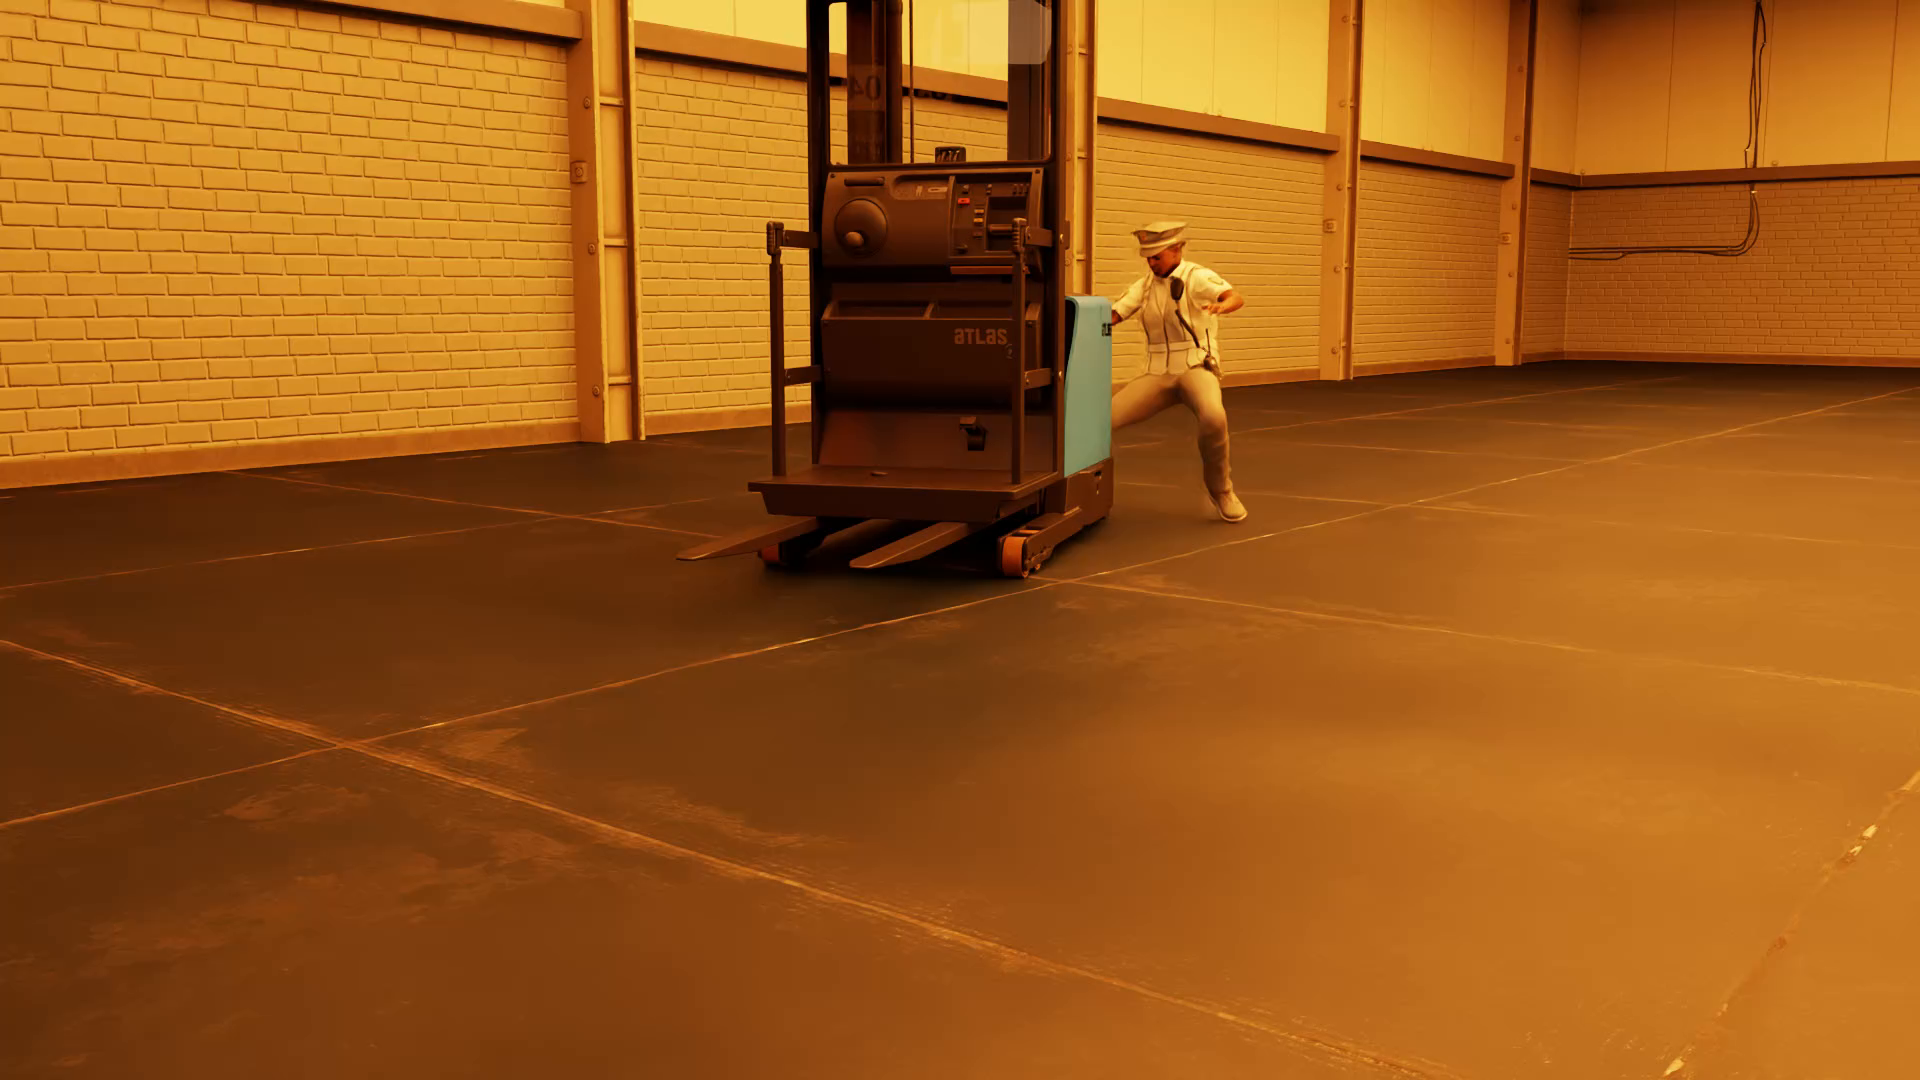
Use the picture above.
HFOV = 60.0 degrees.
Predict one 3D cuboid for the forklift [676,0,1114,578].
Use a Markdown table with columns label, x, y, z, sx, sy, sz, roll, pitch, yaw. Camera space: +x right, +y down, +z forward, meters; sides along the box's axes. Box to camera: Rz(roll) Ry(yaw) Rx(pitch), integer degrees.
| label | x | y | z | sx | sy | sz | roll | pitch | yaw |
| --- | --- | --- | --- | --- | --- | --- | --- | --- | --- |
| forklift | -0.176 | -1.366 | 6.616 | 1.130 | 2.935 | 3.031 | 3 | 9 | 17 |

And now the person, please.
| label | x | y | z | sx | sy | sz | roll | pitch | yaw |
| --- | --- | --- | --- | --- | --- | --- | --- | --- | --- |
| person | 0.956 | -0.824 | 8.079 | 0.987 | 1.436 | 0.712 | 7 | 11 | 42 |
